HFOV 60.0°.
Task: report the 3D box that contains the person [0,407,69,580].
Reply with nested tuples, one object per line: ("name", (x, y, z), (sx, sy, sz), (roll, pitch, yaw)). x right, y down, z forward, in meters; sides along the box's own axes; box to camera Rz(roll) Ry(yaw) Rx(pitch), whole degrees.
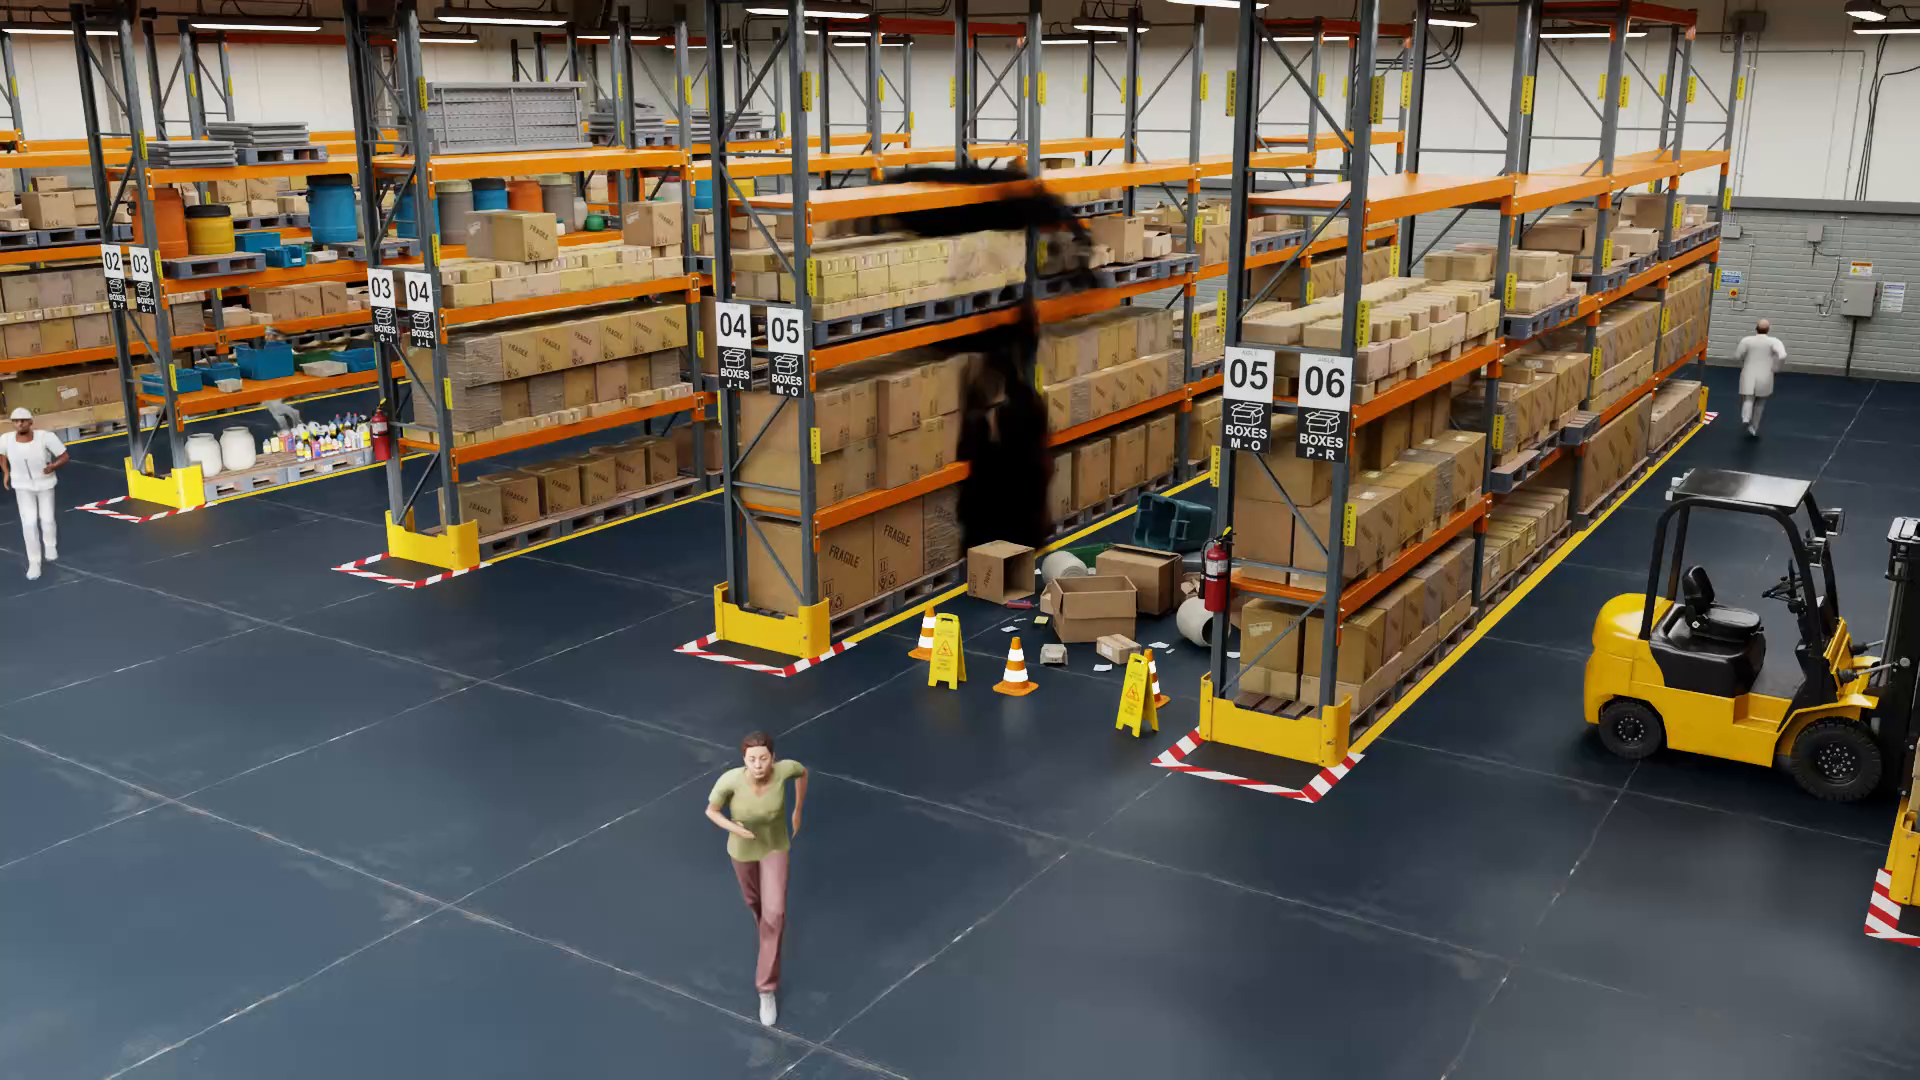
("person", (-9.929, -0.554, 17.903), (0.688, 1.814, 0.808), (-7, 17, -25))

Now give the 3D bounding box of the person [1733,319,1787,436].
("person", (11.650, -2.335, 24.306), (0.706, 1.786, 1.018), (8, 17, 27))

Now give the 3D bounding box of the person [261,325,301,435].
("person", (-10.115, -2.332, 24.558), (0.623, 1.665, 0.562), (5, 16, 16))

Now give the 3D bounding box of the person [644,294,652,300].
("person", (-6.120, -4.330, 31.500), (0.666, 1.790, 0.802), (8, 17, 27))

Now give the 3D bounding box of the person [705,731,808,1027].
("person", (-1.161, 1.819, 9.645), (0.578, 1.671, 1.012), (-1, 16, -3))
